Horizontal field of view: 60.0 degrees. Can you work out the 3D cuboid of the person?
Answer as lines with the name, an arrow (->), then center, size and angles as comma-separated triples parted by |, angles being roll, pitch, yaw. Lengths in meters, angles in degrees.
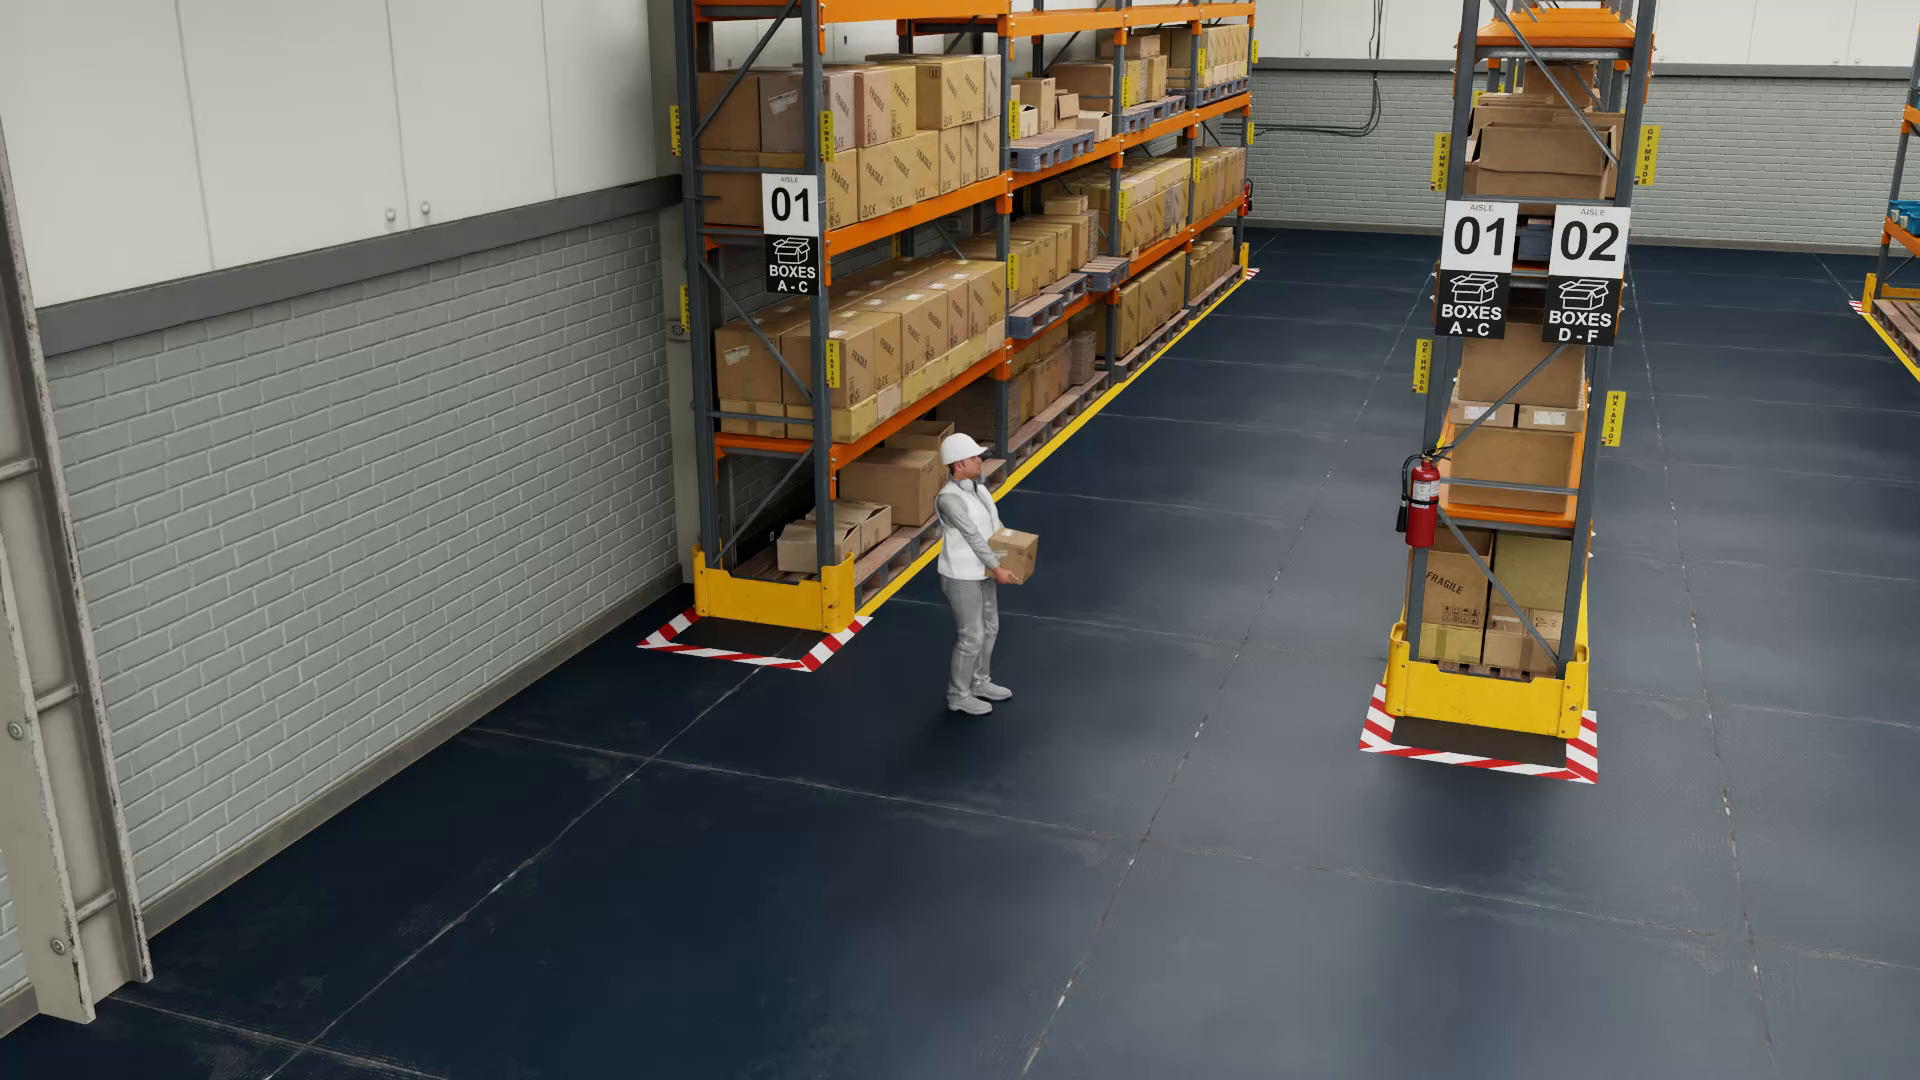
person -> 0.145, 0.205, 10.423 | 0.555, 1.762, 0.494 | 7, 20, 19
